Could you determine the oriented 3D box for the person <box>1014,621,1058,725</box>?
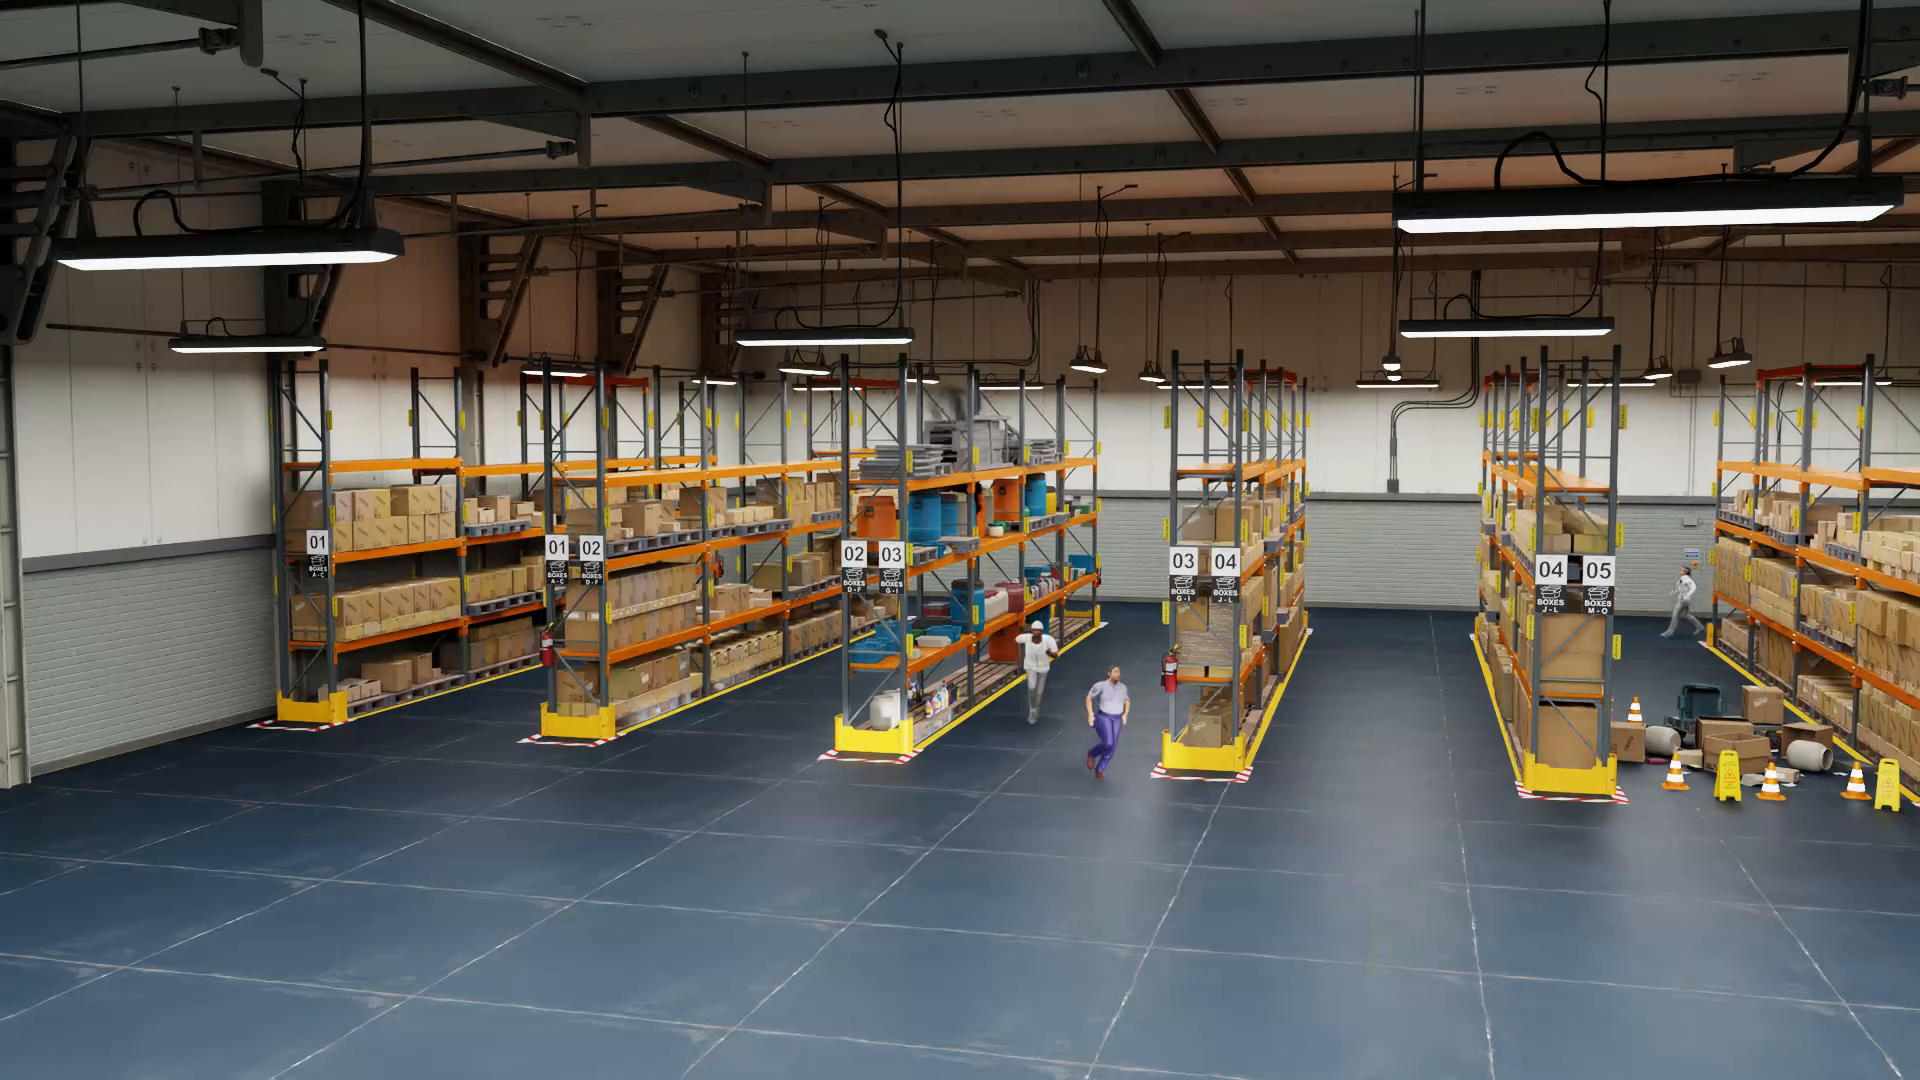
[{"bbox_3d":[1.256,2.168,27.440,0.684,1.727,0.923,0,4,-6],"label":"person"}]

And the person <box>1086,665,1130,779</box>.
[{"bbox_3d":[2.124,2.545,23.294,0.646,1.574,0.512,-2,4,-22],"label":"person"}]

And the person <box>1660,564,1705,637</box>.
[{"bbox_3d":[16.650,1.401,38.246,0.947,1.692,0.656,1,4,20],"label":"person"}]

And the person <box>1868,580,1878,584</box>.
[{"bbox_3d":[18.794,1.644,34.203,0.641,1.816,0.915,-1,4,-7],"label":"person"}]
